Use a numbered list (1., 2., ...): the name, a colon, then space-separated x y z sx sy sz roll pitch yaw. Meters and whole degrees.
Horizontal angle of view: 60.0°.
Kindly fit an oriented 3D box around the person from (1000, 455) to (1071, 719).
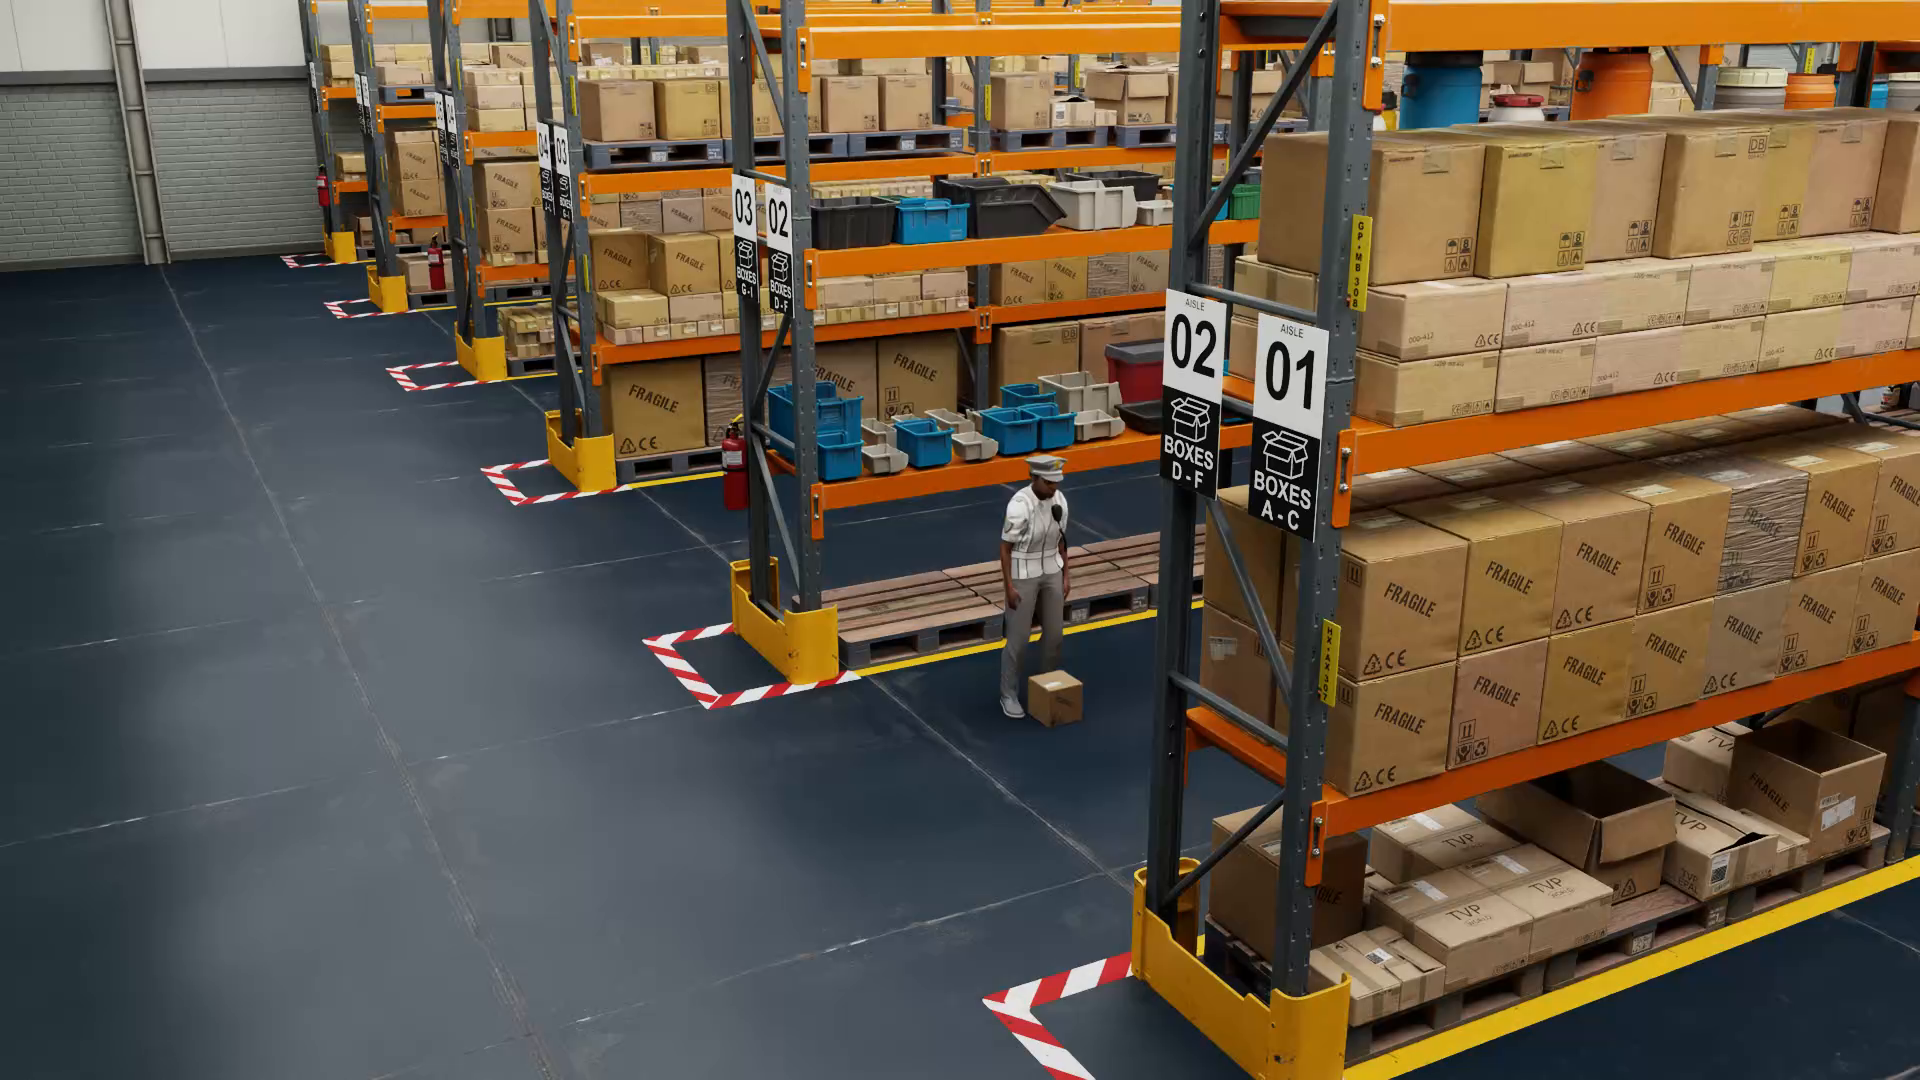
1. person: 0.466 0.262 10.370 0.506 1.659 0.388 -10 21 -29
